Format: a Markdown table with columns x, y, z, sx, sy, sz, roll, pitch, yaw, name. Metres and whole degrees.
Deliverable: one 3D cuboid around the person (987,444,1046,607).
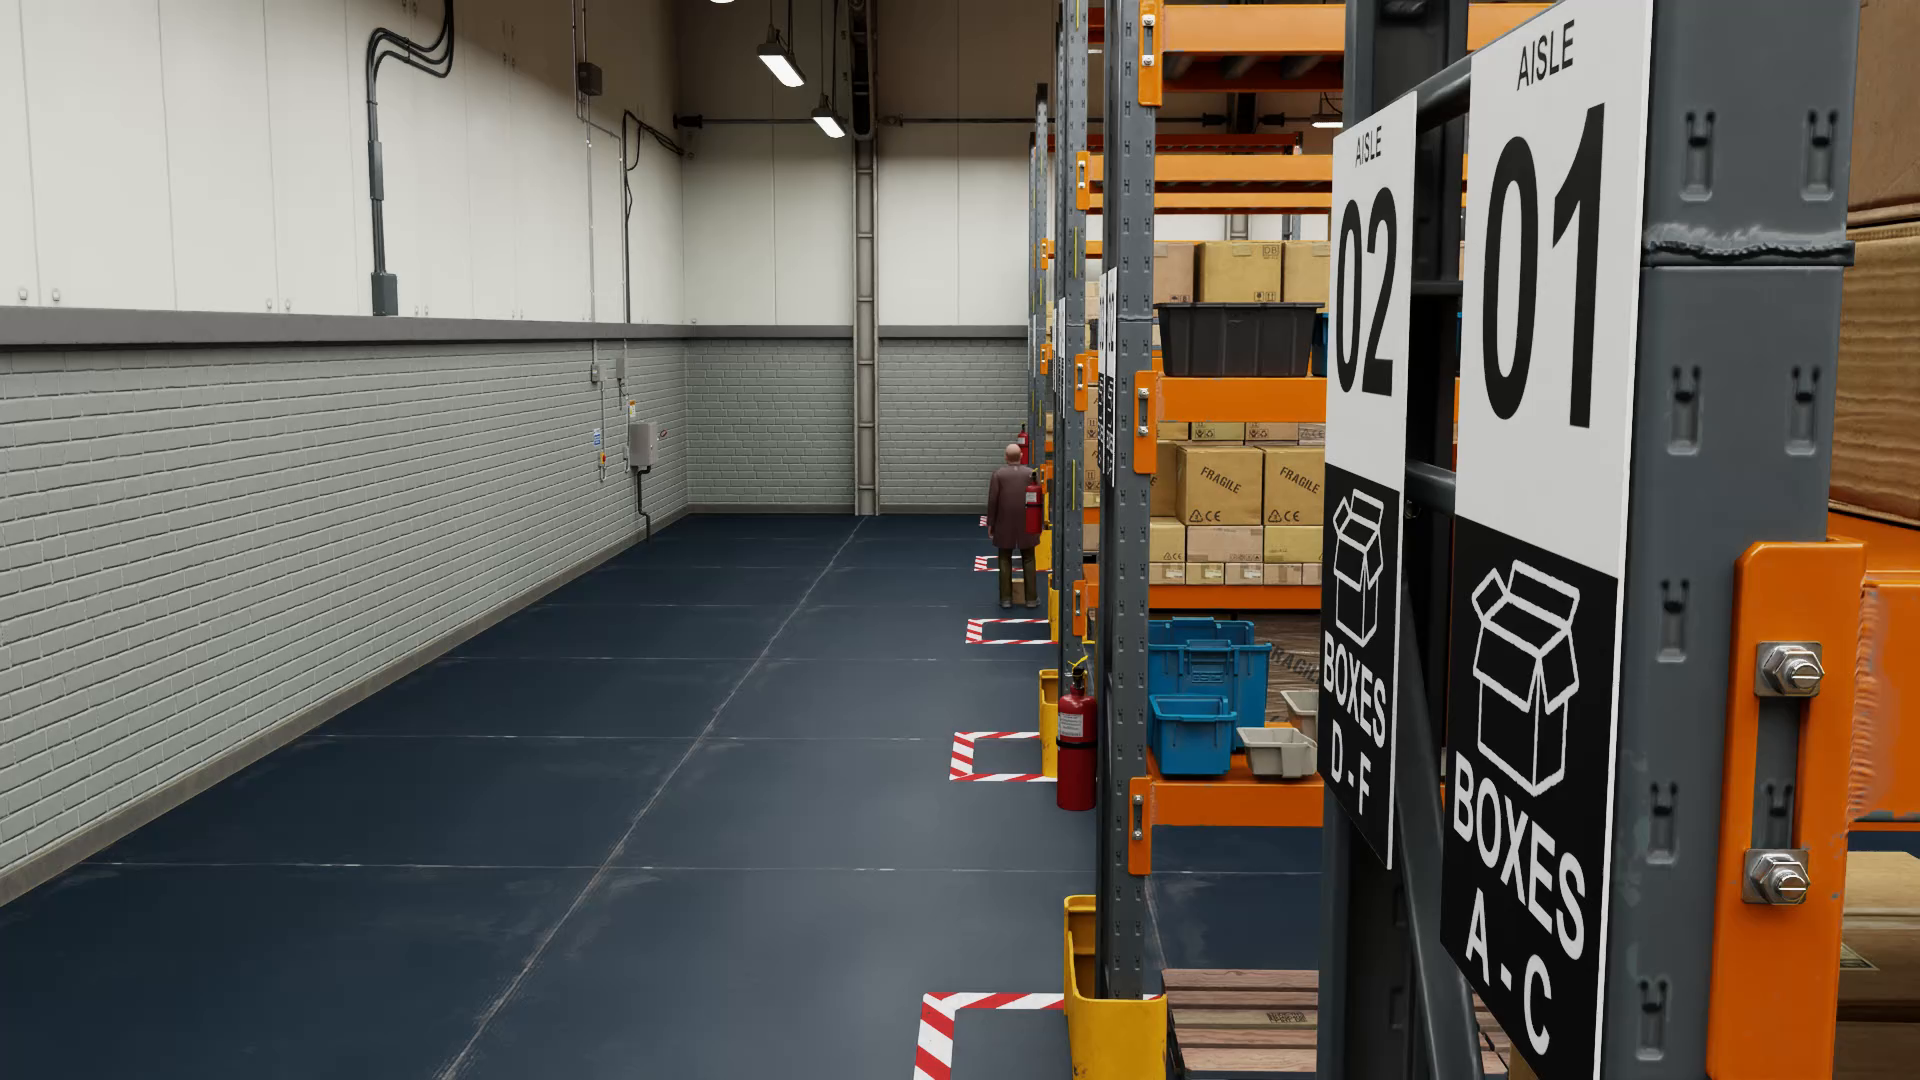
| x | y | z | sx | sy | sz | roll | pitch | yaw | name |
| --- | --- | --- | --- | --- | --- | --- | --- | --- | --- |
| 0.614 | -0.157 | 18.090 | 0.641 | 1.773 | 0.428 | 0 | 7 | 1 | person |
